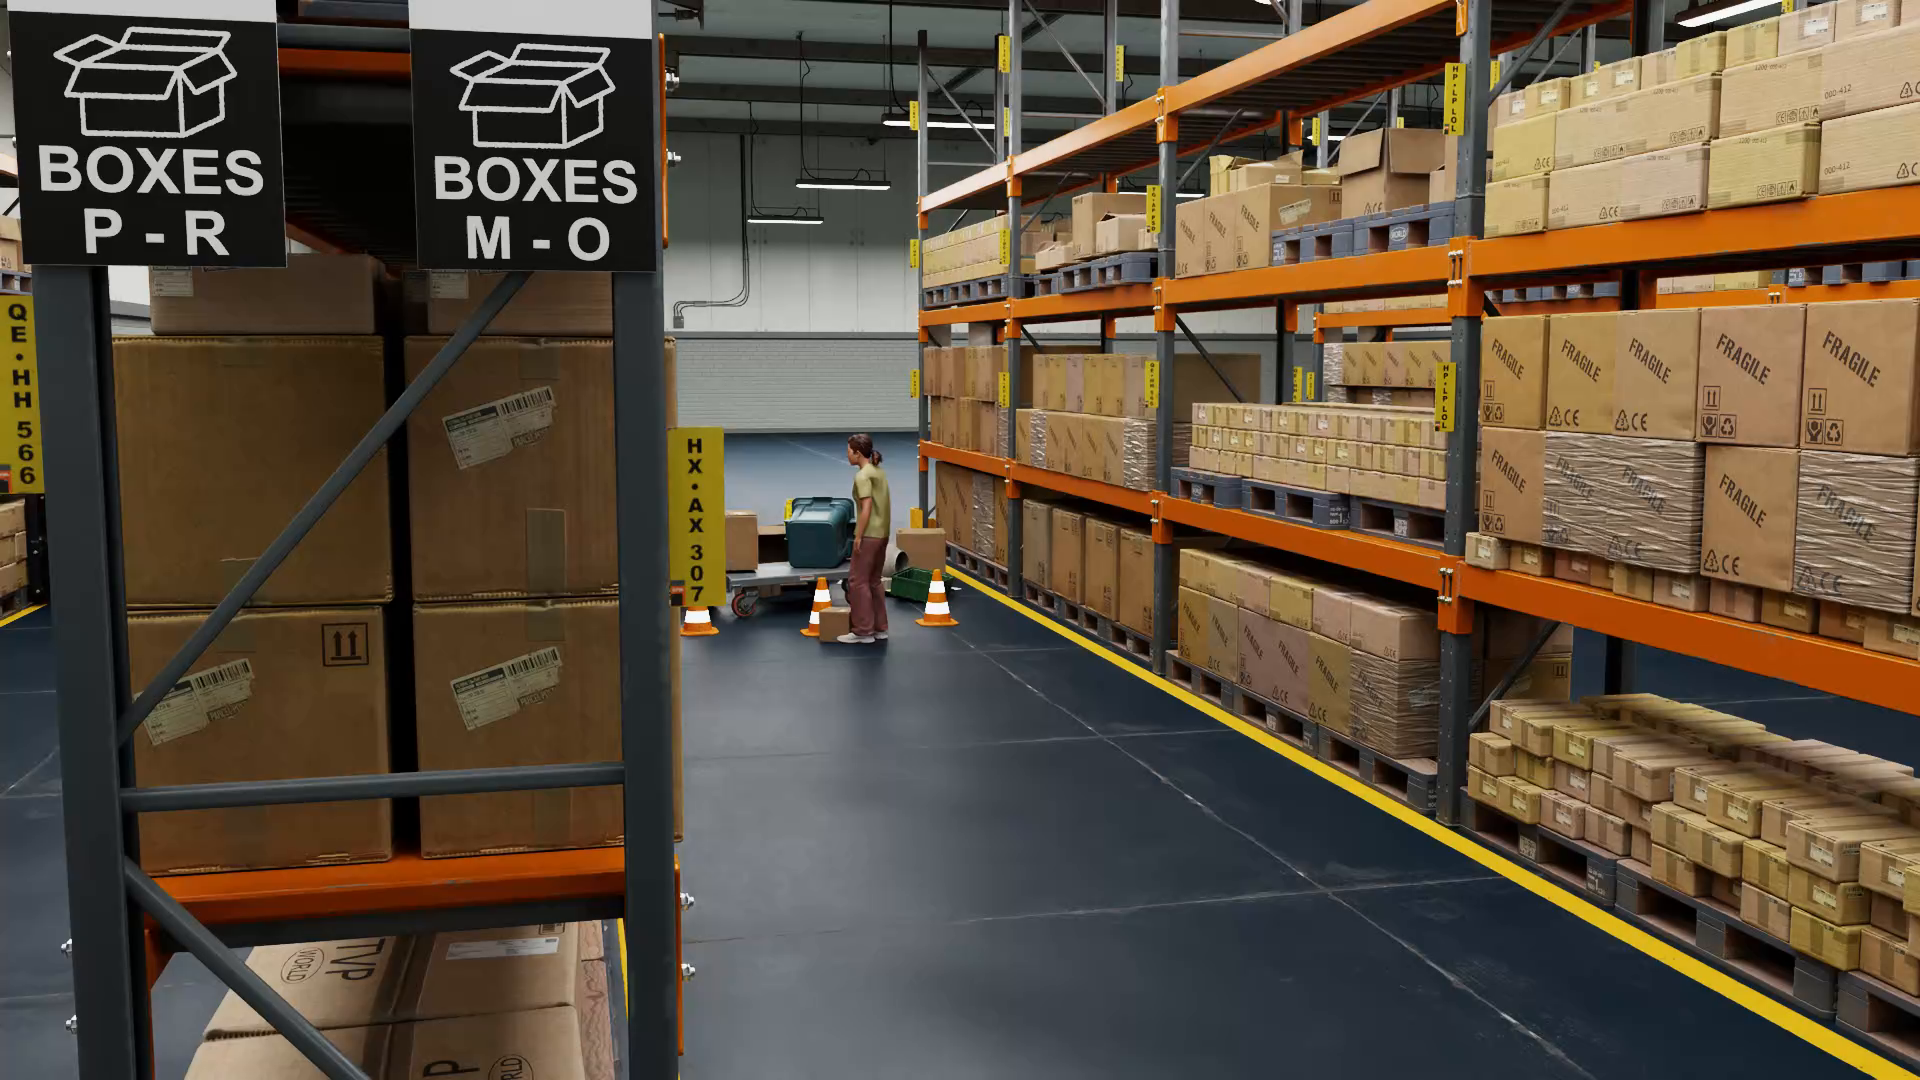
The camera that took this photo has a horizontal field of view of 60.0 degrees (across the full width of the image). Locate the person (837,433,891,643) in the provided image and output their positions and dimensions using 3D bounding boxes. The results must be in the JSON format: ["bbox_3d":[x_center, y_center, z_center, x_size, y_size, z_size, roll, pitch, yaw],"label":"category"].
[{"bbox_3d":[-0.763,-0.017,13.296,0.406,1.673,0.499,2,6,16],"label":"person"}]
